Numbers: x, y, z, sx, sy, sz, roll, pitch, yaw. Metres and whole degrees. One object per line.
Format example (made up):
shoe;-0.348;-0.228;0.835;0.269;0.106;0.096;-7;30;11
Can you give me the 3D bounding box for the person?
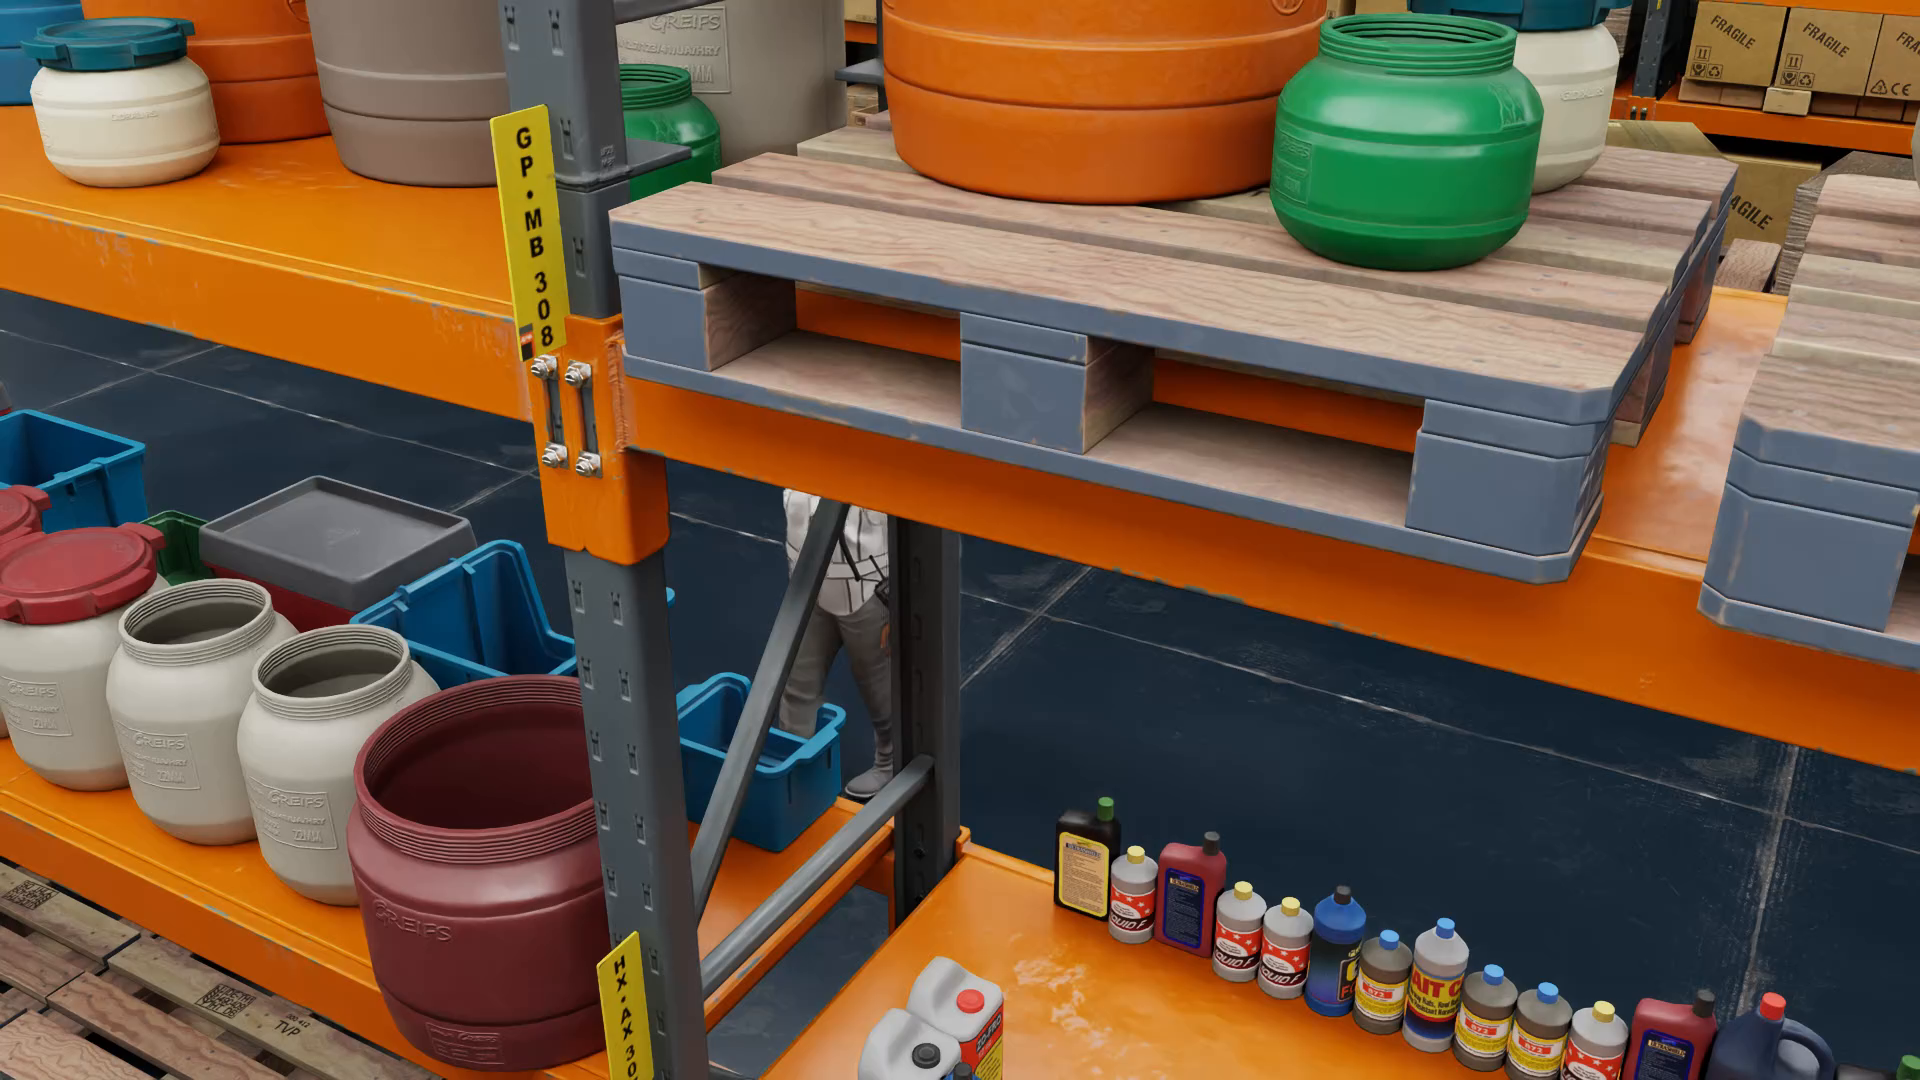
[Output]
person;-0.441;0.230;5.654;0.487;1.647;0.702;20;33;34
